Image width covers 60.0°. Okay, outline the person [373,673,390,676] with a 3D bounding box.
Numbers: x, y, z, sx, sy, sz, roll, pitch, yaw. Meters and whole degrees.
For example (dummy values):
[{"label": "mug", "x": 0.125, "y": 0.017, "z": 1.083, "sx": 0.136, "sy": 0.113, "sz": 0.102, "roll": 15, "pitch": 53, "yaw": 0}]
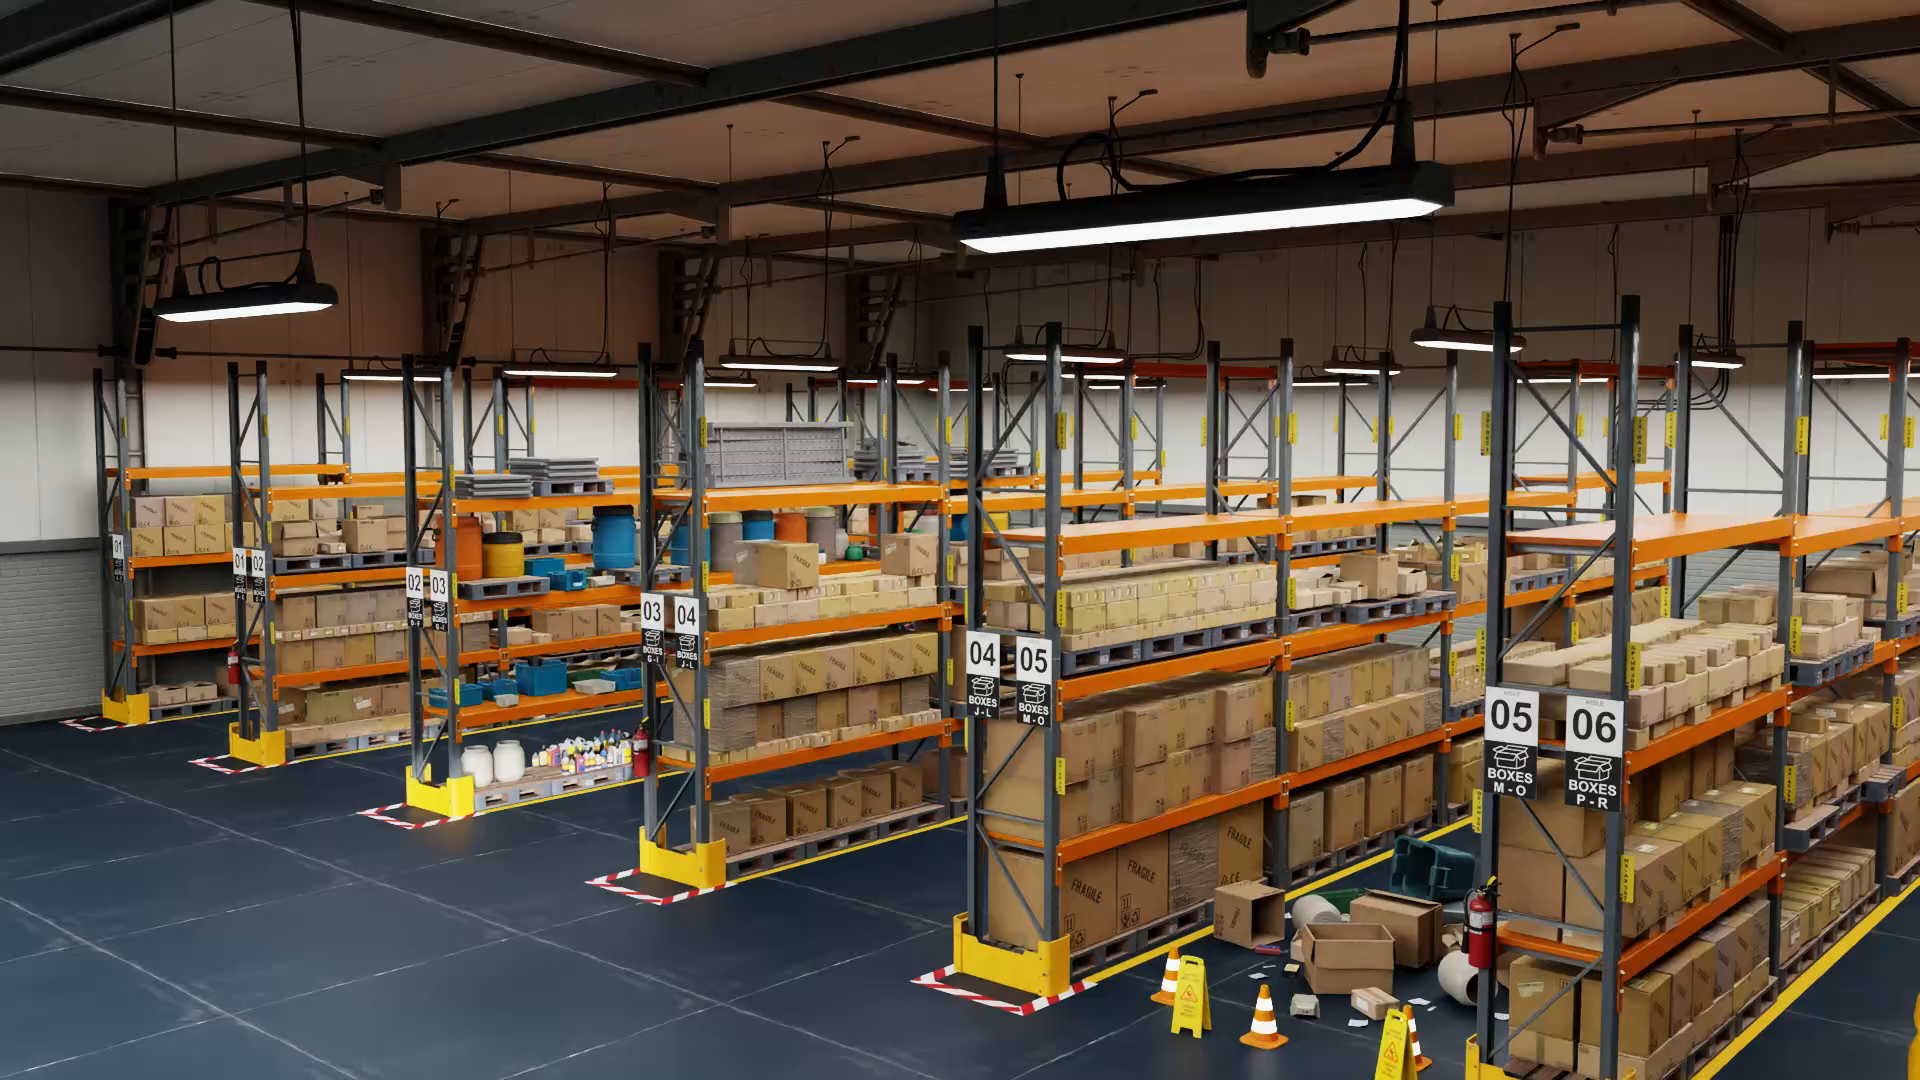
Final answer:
[{"label": "person", "x": -10.275, "y": 2.188, "z": 29.269, "sx": 0.514, "sy": 1.681, "sz": 0.495, "roll": -3, "pitch": 5, "yaw": -38}]
